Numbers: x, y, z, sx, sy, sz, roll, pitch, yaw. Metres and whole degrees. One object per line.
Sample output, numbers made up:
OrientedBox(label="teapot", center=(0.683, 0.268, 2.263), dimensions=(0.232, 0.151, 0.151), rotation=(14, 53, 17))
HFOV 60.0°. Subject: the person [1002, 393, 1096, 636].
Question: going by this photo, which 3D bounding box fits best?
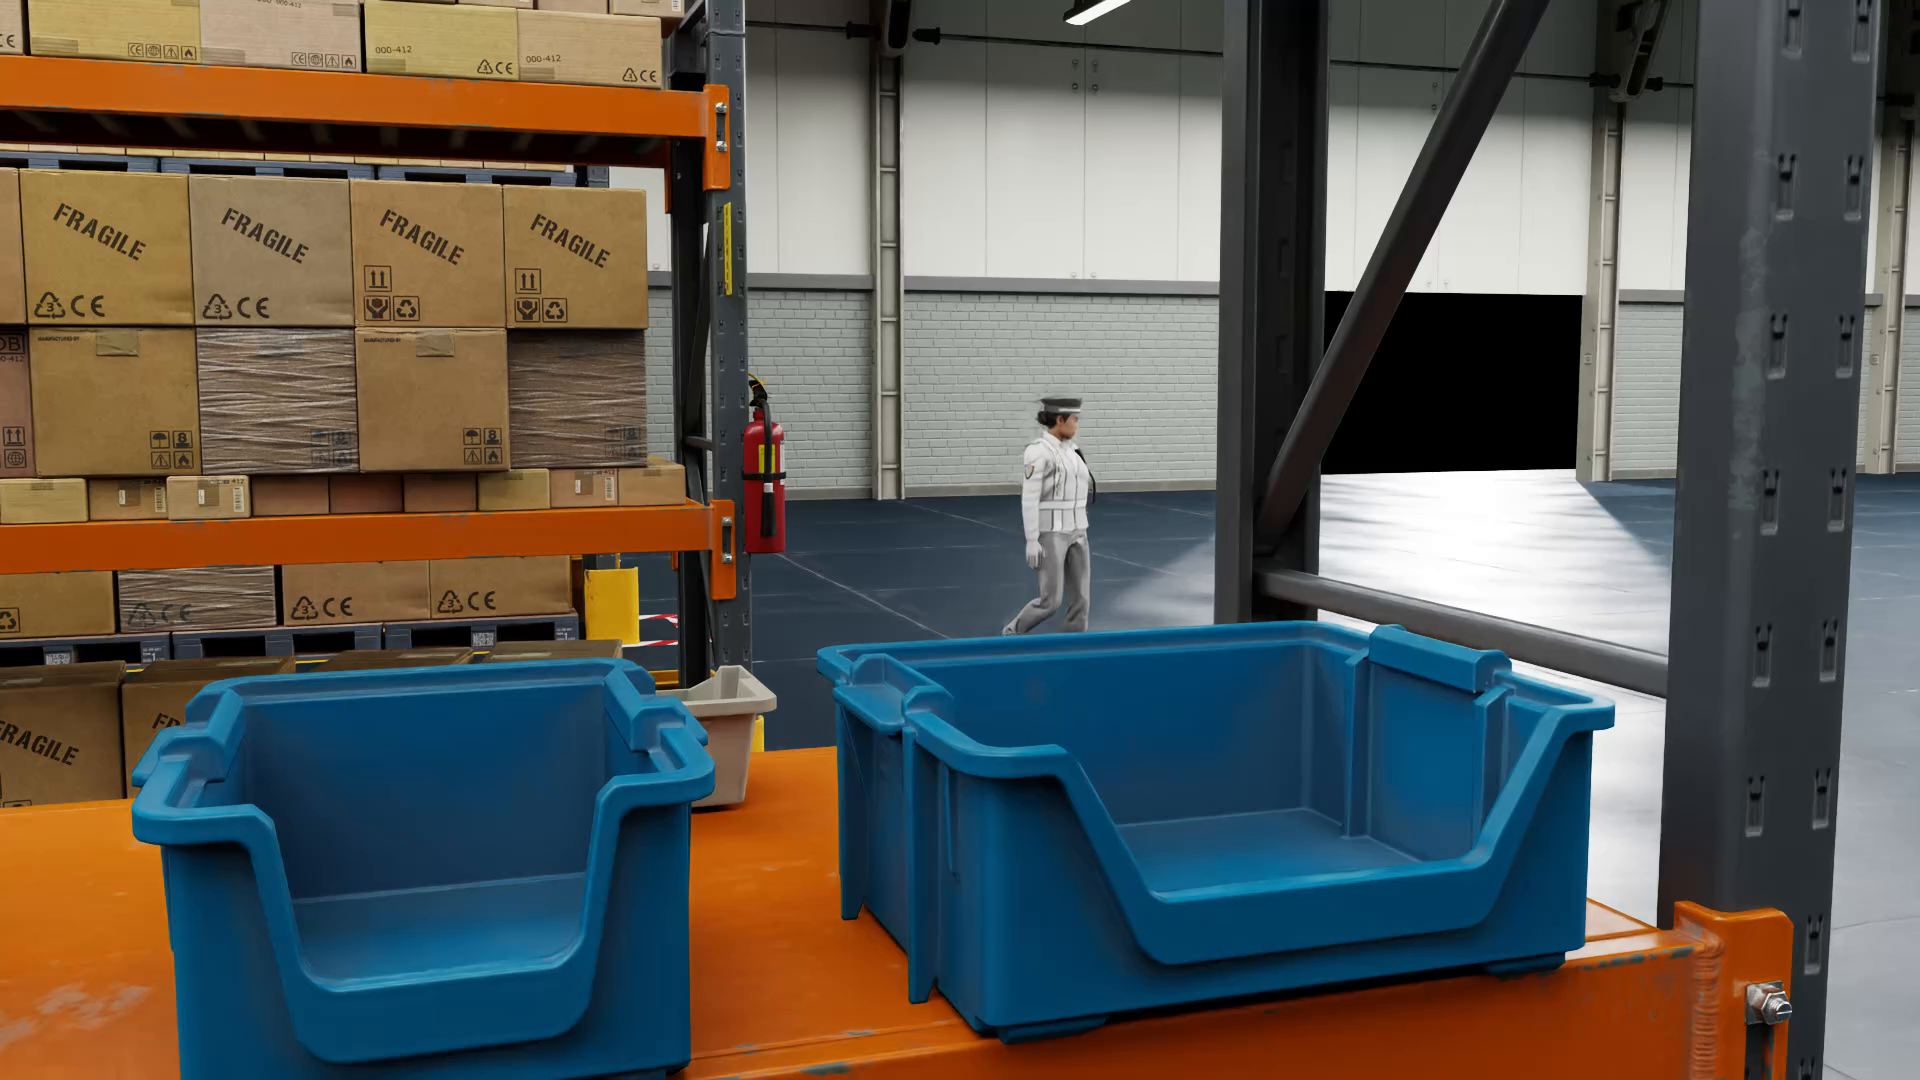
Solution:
OrientedBox(label="person", center=(0.544, -0.009, 9.521), dimensions=(0.646, 1.659, 0.501), rotation=(6, 8, 44))
